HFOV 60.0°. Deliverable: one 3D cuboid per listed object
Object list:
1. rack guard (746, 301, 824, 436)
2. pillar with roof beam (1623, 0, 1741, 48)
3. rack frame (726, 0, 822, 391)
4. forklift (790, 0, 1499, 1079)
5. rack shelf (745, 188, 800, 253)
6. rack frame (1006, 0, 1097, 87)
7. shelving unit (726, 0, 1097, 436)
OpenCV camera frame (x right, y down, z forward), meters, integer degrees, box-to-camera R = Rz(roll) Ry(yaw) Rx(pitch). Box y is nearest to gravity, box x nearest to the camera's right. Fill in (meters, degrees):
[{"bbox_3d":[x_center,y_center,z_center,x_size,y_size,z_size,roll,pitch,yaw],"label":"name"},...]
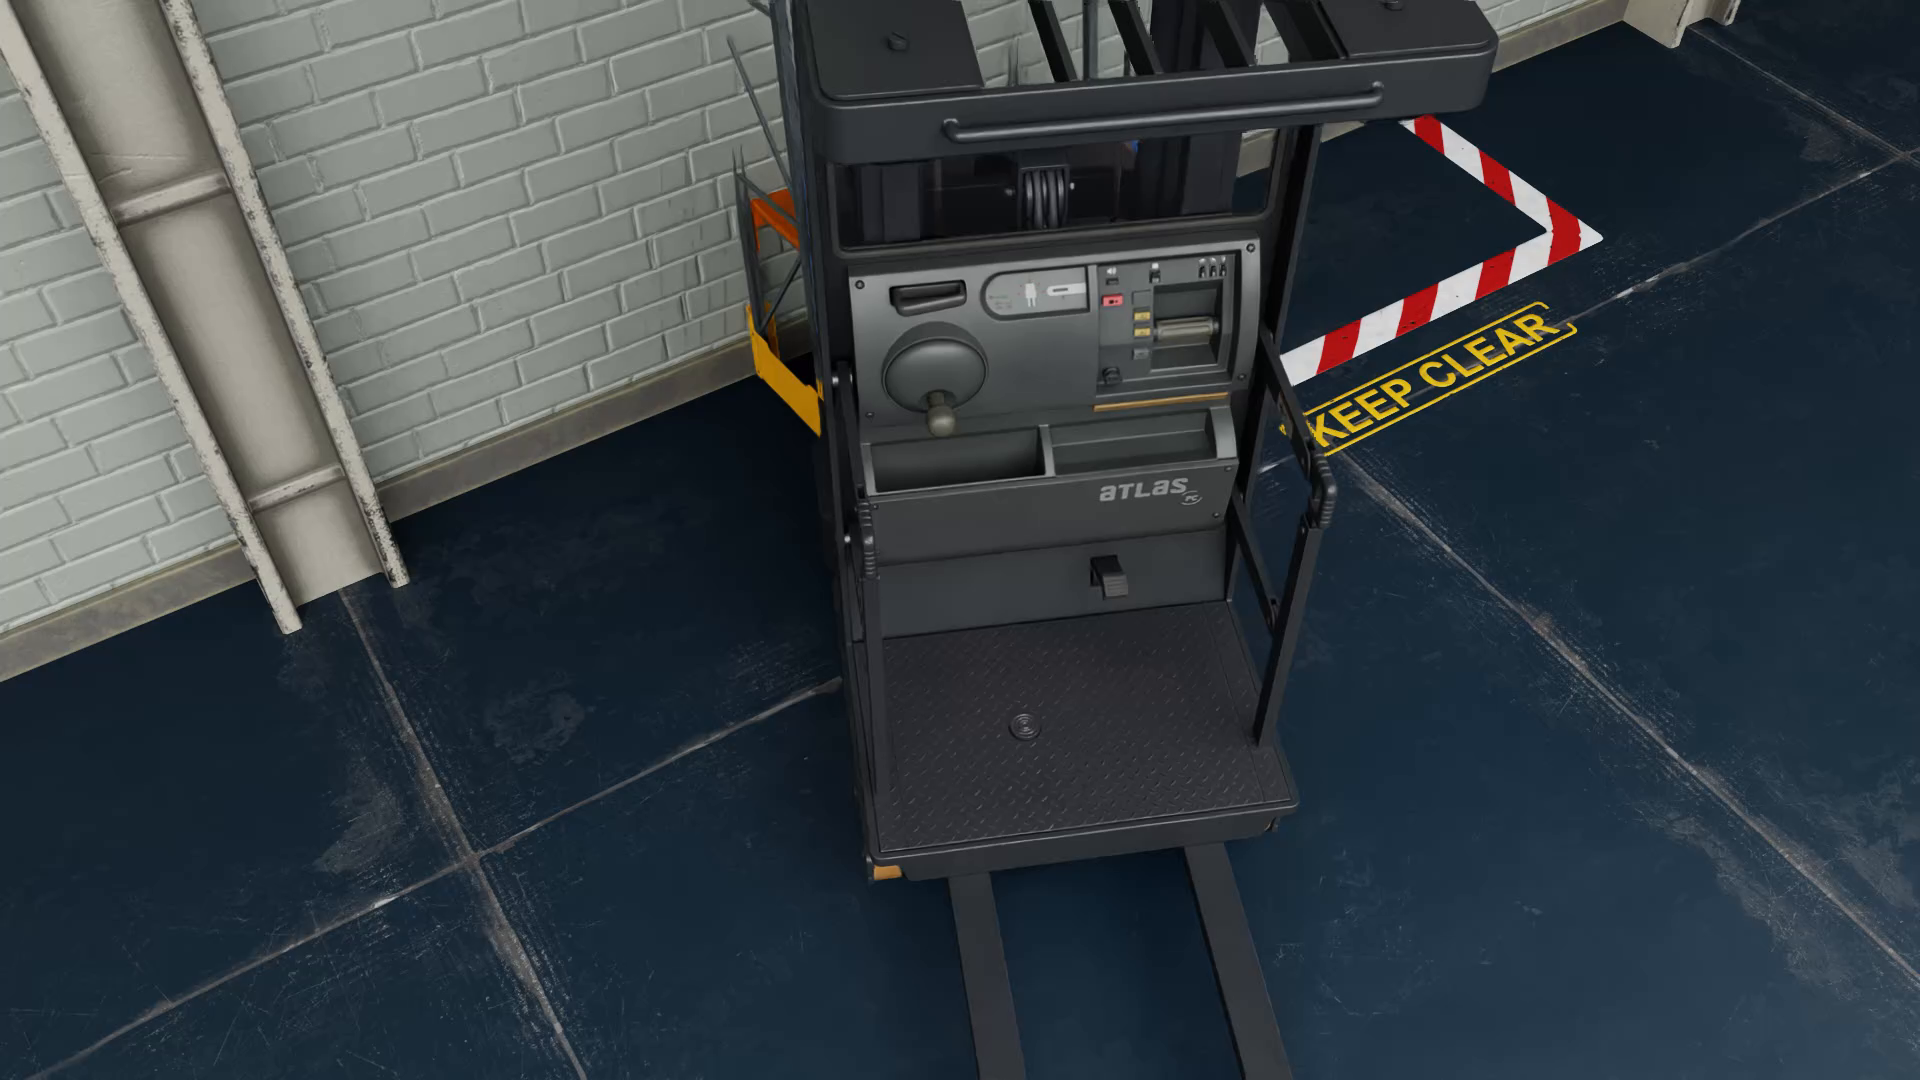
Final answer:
[{"bbox_3d":[-0.526,-0.543,5.448,0.087,0.250,0.587,-23,43,-22],"label":"rack guard"},{"bbox_3d":[5.427,-2.555,1.500,0.400,9.000,9.100,-25,53,-21],"label":"pillar with roof beam"},{"bbox_3d":[-0.574,-1.020,5.046,0.032,1.500,0.500,-23,43,-22],"label":"rack frame"},{"bbox_3d":[0.253,-0.363,3.611,1.130,2.935,3.031,-6,49,-6],"label":"forklift"},{"bbox_3d":[-0.132,-1.065,5.352,1.000,0.185,0.538,-23,43,-22],"label":"rack shelf"},{"bbox_3d":[0.292,-1.389,5.432,0.032,1.500,0.500,-23,43,-22],"label":"rack frame"},{"bbox_3d":[-0.133,-1.208,5.242,1.083,1.500,0.587,-23,43,-22],"label":"shelving unit"}]
